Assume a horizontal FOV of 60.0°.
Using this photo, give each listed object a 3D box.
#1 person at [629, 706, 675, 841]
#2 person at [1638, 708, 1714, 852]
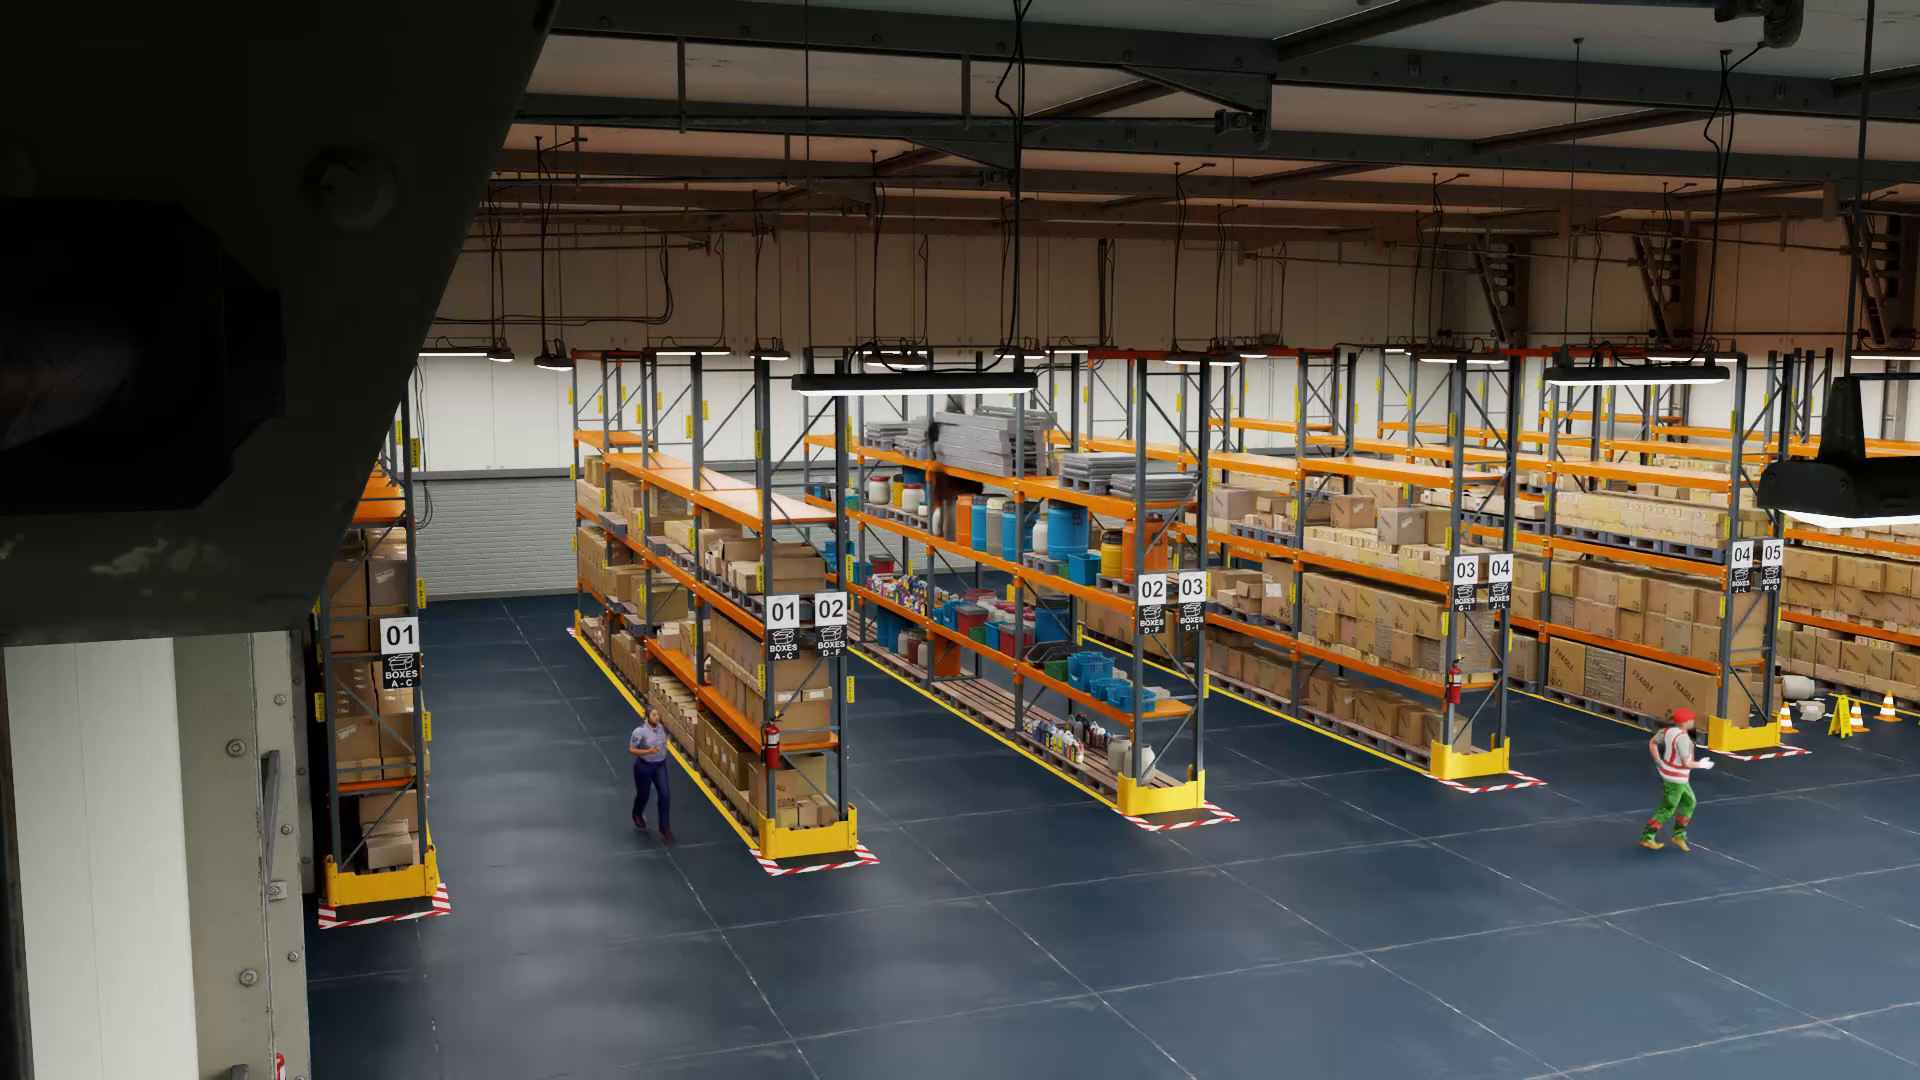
[{"bbox_3d":[-3.935,2.923,20.985,0.581,1.696,0.826,-6,9,-40],"label":"person"},{"bbox_3d":[8.716,2.948,20.244,0.805,1.839,0.595,1,7,11],"label":"person"}]
